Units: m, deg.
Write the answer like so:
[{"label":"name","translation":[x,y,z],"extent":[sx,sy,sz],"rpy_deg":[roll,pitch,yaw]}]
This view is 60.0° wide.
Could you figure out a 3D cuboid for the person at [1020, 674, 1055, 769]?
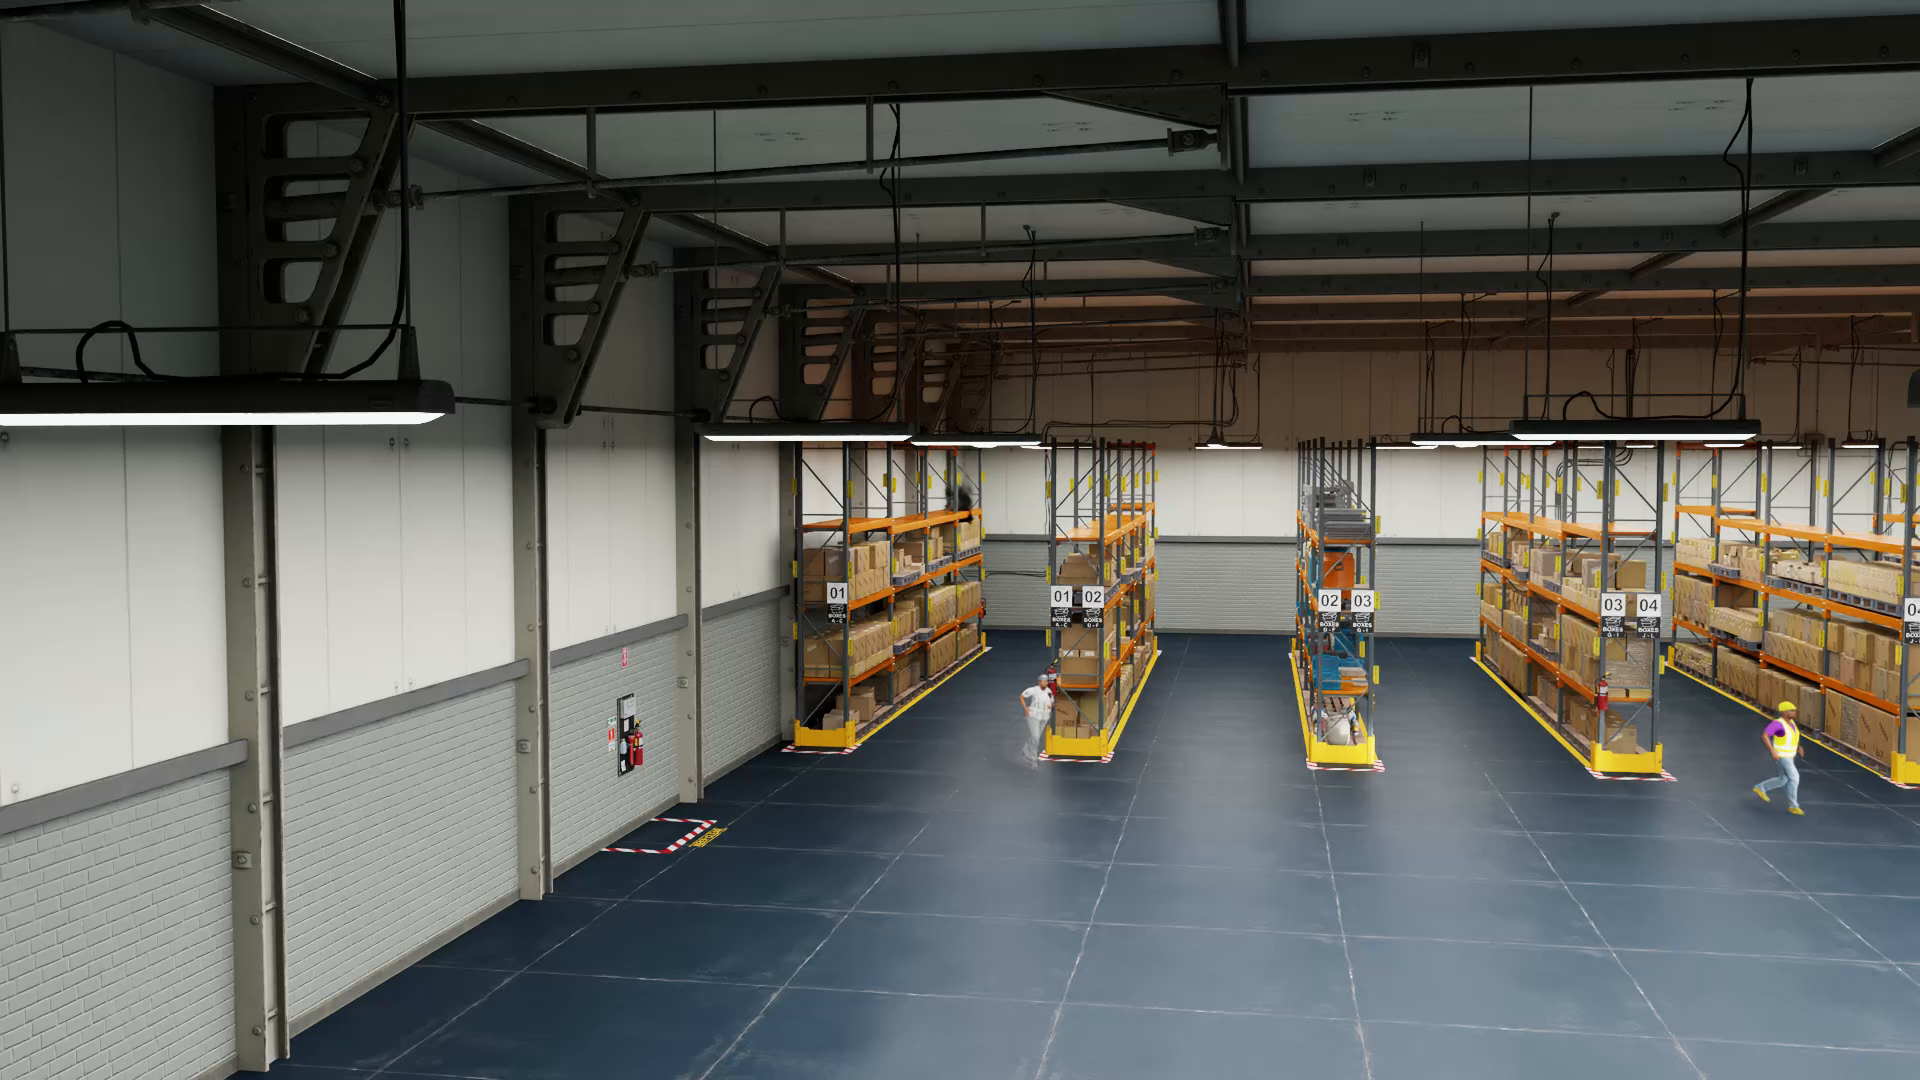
[{"label":"person","translation":[1.431,3.304,30.486],"extent":[0.650,1.701,0.808],"rpy_deg":[-2,3,-30]}]

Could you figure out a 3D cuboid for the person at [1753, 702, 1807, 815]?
[{"label":"person","translation":[13.099,3.468,26.543],"extent":[0.715,1.799,0.879],"rpy_deg":[-3,4,-42]}]

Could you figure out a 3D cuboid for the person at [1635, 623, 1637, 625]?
[{"label":"person","translation":[17.396,2.679,42.284],"extent":[0.578,1.647,0.652],"rpy_deg":[0,3,9]}]
